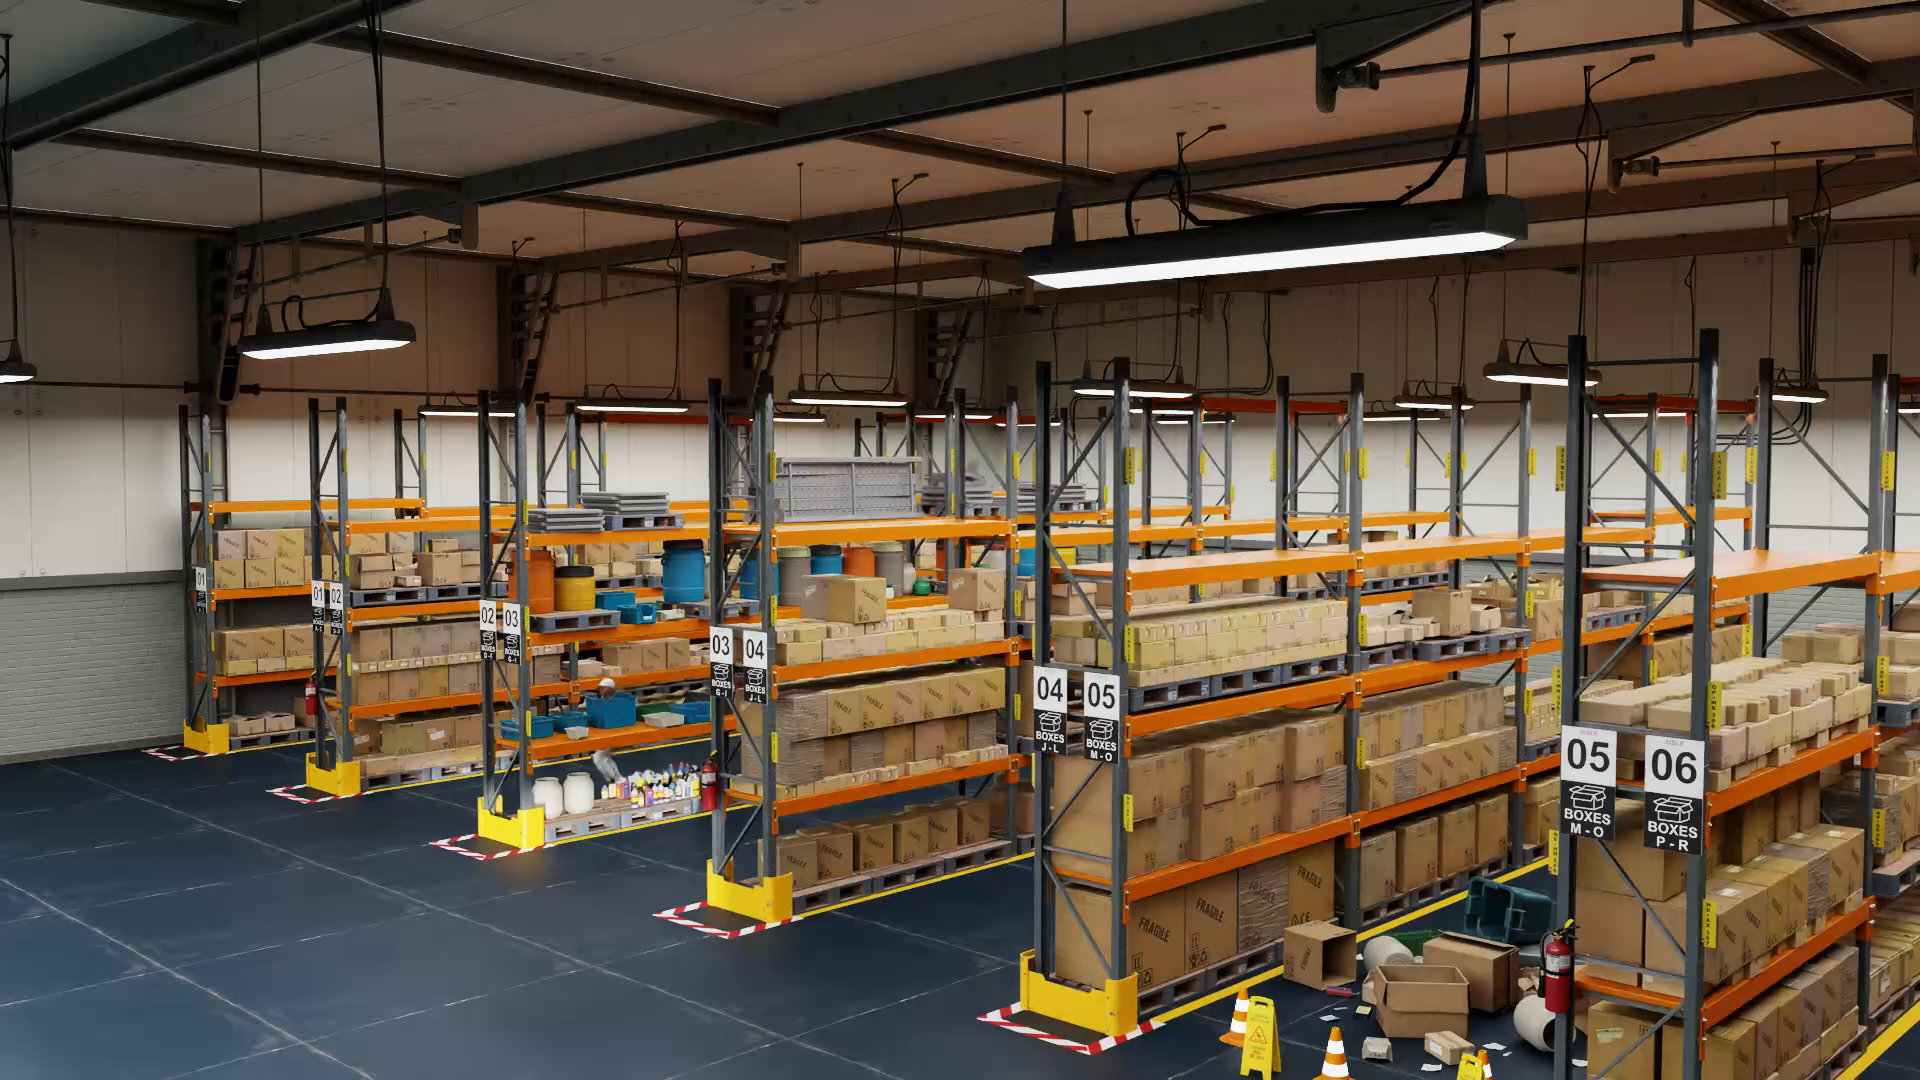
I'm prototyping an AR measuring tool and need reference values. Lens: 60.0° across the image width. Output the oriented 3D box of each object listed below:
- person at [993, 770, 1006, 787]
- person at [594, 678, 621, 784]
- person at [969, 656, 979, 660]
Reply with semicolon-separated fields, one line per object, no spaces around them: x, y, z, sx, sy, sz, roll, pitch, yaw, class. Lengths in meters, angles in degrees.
0.588;3.004;23.868;0.667;1.836;0.828;3;4;41;person
-5.328;2.967;25.013;0.672;1.777;0.703;3;4;42;person
0.354;2.303;32.727;0.636;1.796;0.654;2;3;29;person
